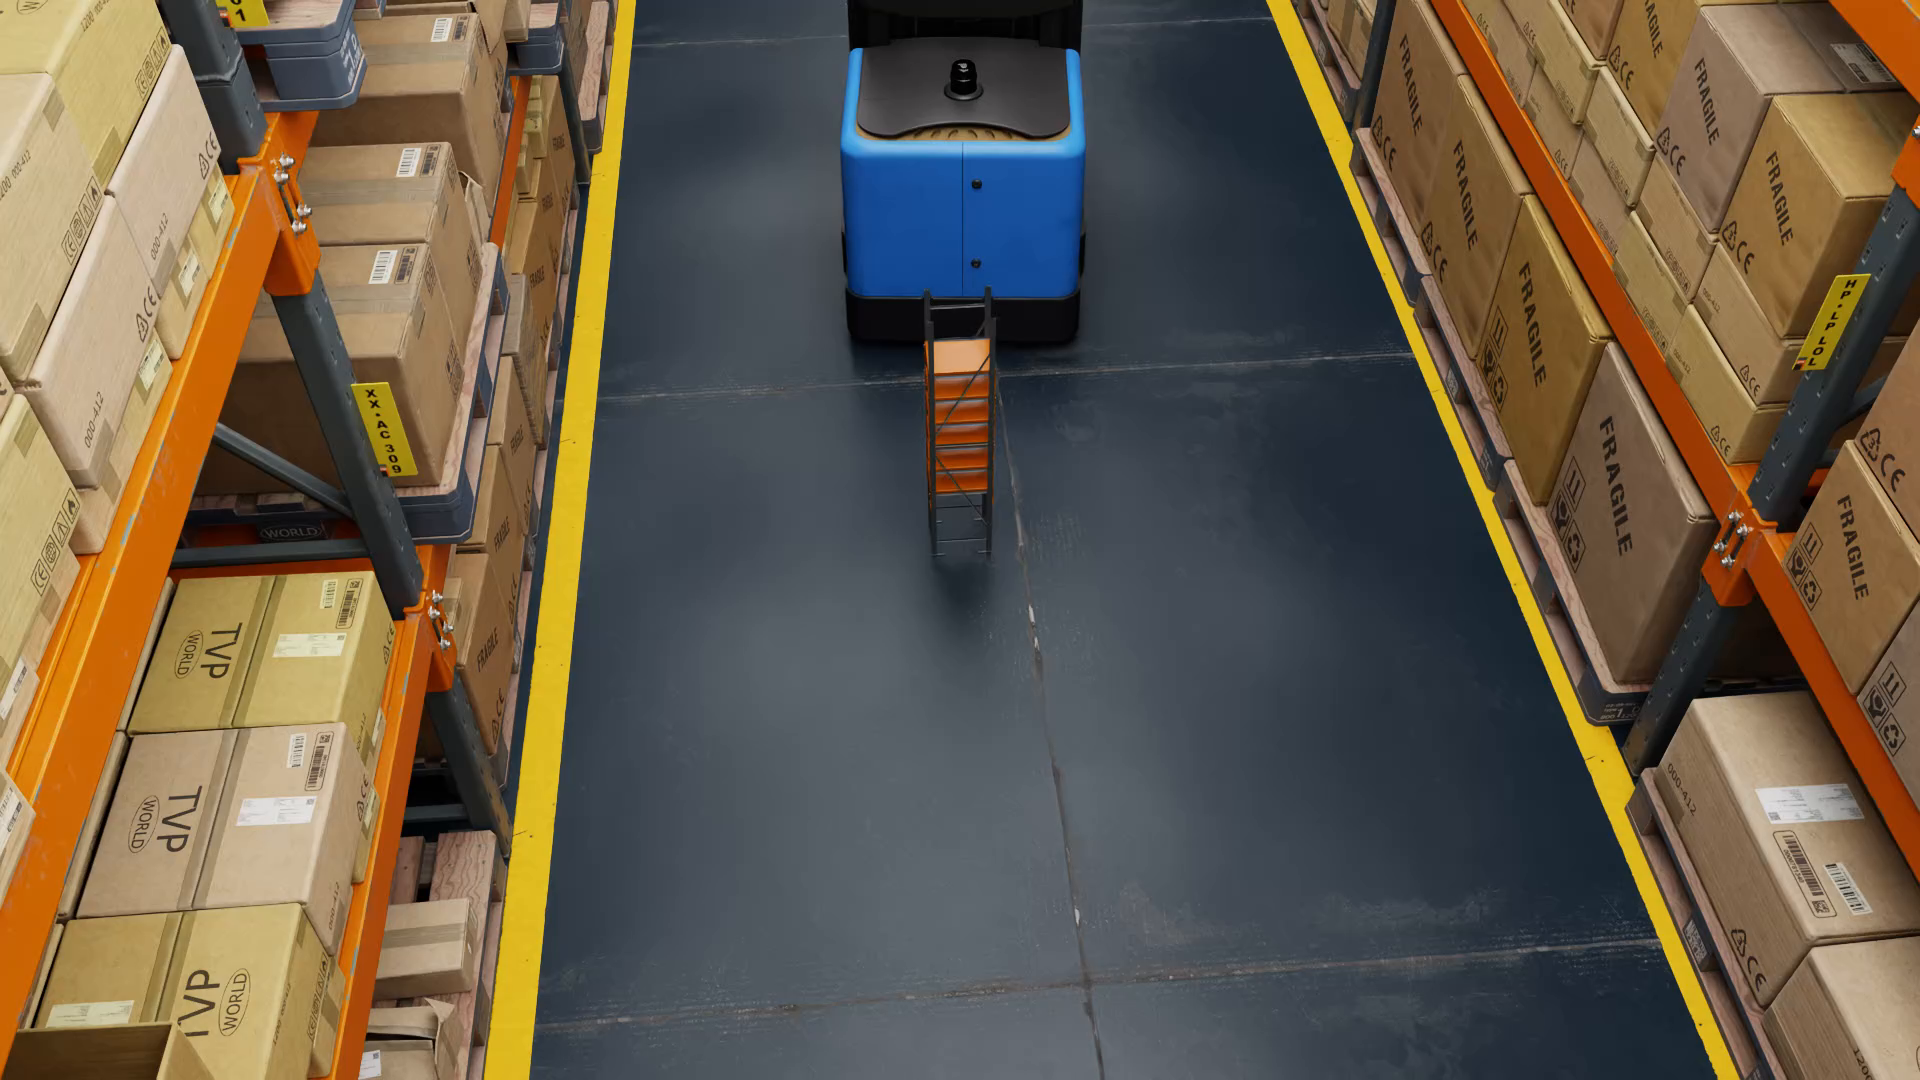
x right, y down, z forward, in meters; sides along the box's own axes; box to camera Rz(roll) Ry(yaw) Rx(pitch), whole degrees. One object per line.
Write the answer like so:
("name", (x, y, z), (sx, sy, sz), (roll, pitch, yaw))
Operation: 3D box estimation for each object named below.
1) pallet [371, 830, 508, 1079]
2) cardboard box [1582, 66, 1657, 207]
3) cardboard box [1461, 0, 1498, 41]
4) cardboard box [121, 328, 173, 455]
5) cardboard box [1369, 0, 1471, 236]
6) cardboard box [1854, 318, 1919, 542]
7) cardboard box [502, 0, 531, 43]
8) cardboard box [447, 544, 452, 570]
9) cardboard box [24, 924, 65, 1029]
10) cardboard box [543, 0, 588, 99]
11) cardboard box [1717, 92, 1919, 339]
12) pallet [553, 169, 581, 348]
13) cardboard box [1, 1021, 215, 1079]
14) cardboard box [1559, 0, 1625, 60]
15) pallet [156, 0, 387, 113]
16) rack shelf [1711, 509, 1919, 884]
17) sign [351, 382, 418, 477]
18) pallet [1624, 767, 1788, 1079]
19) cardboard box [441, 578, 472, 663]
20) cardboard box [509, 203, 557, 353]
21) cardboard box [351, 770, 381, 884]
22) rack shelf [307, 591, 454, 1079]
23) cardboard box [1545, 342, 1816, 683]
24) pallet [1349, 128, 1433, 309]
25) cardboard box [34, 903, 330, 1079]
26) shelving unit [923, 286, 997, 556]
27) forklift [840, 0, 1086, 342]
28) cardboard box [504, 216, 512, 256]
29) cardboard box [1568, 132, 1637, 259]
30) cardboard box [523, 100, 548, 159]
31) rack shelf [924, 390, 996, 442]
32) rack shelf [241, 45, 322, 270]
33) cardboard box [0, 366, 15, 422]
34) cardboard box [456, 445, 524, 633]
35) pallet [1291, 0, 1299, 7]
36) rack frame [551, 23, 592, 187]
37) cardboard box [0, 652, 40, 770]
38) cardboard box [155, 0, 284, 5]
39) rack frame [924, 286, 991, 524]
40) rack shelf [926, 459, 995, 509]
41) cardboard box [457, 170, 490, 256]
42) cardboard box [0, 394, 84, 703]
("pallet", (-1.993, 1.506, 5.178), (1.003, 0.211, 1.213), (-3, 47, -3))
("cardboard box", (2.518, -1.414, 5.783), (0.500, 0.250, 0.500), (-2, 47, -2))
("cardboard box", (2.412, -2.357, 7.020), (0.500, 0.250, 0.500), (-5, 47, -4))
("cardboard box", (-1.694, -0.281, 3.057), (0.380, 0.149, 0.250), (-2, 47, -2))
("cardboard box", (2.536, -2.057, 7.807), (0.875, 0.875, 0.875), (-4, 47, -4))
("cardboard box", (2.695, -0.273, 4.185), (0.500, 0.500, 0.500), (-3, 47, -3))
("cardboard box", (-1.974, -2.193, 6.575), (0.500, 0.250, 0.500), (-5, 47, -5))
("cardboard box", (-1.884, -0.021, 5.485), (0.380, 0.149, 0.250), (-6, 47, -5))
("cardboard box", (-2.187, 1.110, 3.531), (0.500, 0.250, 0.500), (-3, 47, -2))
("cardboard box", (-2.423, -2.624, 8.515), (0.875, 0.625, 0.625), (-2, 47, -2))
("cardboard box", (2.609, -0.940, 4.817), (0.500, 0.500, 0.500), (-2, 47, -2))
("pallet", (-2.360, -1.342, 7.876), (1.003, 0.211, 1.213), (-3, 47, -3))
("cardboard box", (-1.610, 1.206, 2.924), (0.500, 0.500, 0.500), (-2, 47, -2))
("cardboard box", (2.477, -2.056, 5.874), (0.500, 0.500, 0.500), (-3, 47, -3))
("pallet", (-2.034, -1.393, 4.067), (1.213, 0.211, 1.003), (-3, 47, -3))
("rack shelf", (3.064, 1.440, 3.816), (1.077, 0.370, 4.000), (-3, 47, -3))
("sign", (-1.510, -0.286, 4.359), (0.100, 0.325, 0.005), (-3, 47, -3))
("pallet", (2.882, 1.260, 5.412), (1.003, 0.211, 1.213), (-3, 47, -3))
("cardboard box", (-1.815, 0.267, 5.417), (0.380, 0.149, 0.250), (-1, 47, -1))
("cardboard box", (-2.057, -1.095, 7.153), (0.500, 0.500, 0.500), (-2, 47, -2))
("cardboard box", (-1.682, 0.726, 4.170), (0.380, 0.149, 0.250), (-2, 47, -2))
("rack shelf", (-1.882, 1.745, 3.527), (1.077, 0.370, 4.000), (-3, 47, -3))
("cardboard box", (2.765, -0.112, 5.964), (0.875, 0.875, 0.875), (-2, 47, -2))
("pallet", (2.552, -1.614, 8.134), (1.003, 0.211, 1.213), (-3, 47, -3))
("cardboard box", (-1.679, 1.076, 3.563), (0.500, 0.250, 0.500), (-4, 47, -4))
("shelving unit", (-0.001, -0.423, 6.324), (0.258, 1.200, 0.189), (-3, 47, -3))
("forklift", (0.026, -2.955, 7.530), (1.130, 2.935, 3.031), (0, 47, 0))
("cardboard box", (-2.061, -1.247, 6.851), (0.380, 0.149, 0.250), (-4, 47, -4))
("cardboard box", (2.543, -1.247, 5.968), (0.500, 0.250, 0.500), (-5, 47, -4))
("cardboard box", (-2.037, -1.814, 7.388), (0.380, 0.149, 0.250), (-6, 47, -5))
("rack shelf", (-0.001, -0.475, 6.269), (0.258, 0.103, 0.180), (-3, 47, -3))
("rack shelf", (-2.217, -2.181, 5.179), (1.077, 0.370, 4.000), (-3, 47, -3))
("cardboard box", (-1.682, -0.120, 2.285), (0.500, 0.250, 0.500), (-3, 47, -3))
("cardboard box", (-1.920, 0.017, 6.100), (0.500, 0.500, 0.500), (-4, 47, -4))
("pallet", (2.398, -3.635, 10.048), (1.003, 0.211, 1.213), (-3, 47, -3))
("rack frame", (-2.385, -2.844, 7.377), (1.000, 3.000, 0.127), (-3, 47, -3))
("cardboard box", (-1.658, 0.275, 2.531), (0.380, 0.149, 0.250), (-3, 47, -3))
("cardboard box", (-1.679, -1.314, 3.677), (0.380, 0.149, 0.250), (-3, 47, -3))
("rack frame", (-0.009, -0.489, 6.387), (0.240, 1.200, 0.006), (-3, 47, -3))
("rack shelf", (-0.001, -0.227, 6.531), (0.258, 0.103, 0.180), (-3, 47, -3))
("cardboard box", (-1.784, -1.077, 5.507), (0.396, 0.266, 0.258), (-1, 47, -1))
("cardboard box", (-1.674, 0.049, 2.470), (0.500, 0.250, 0.500), (-3, 47, -2))
